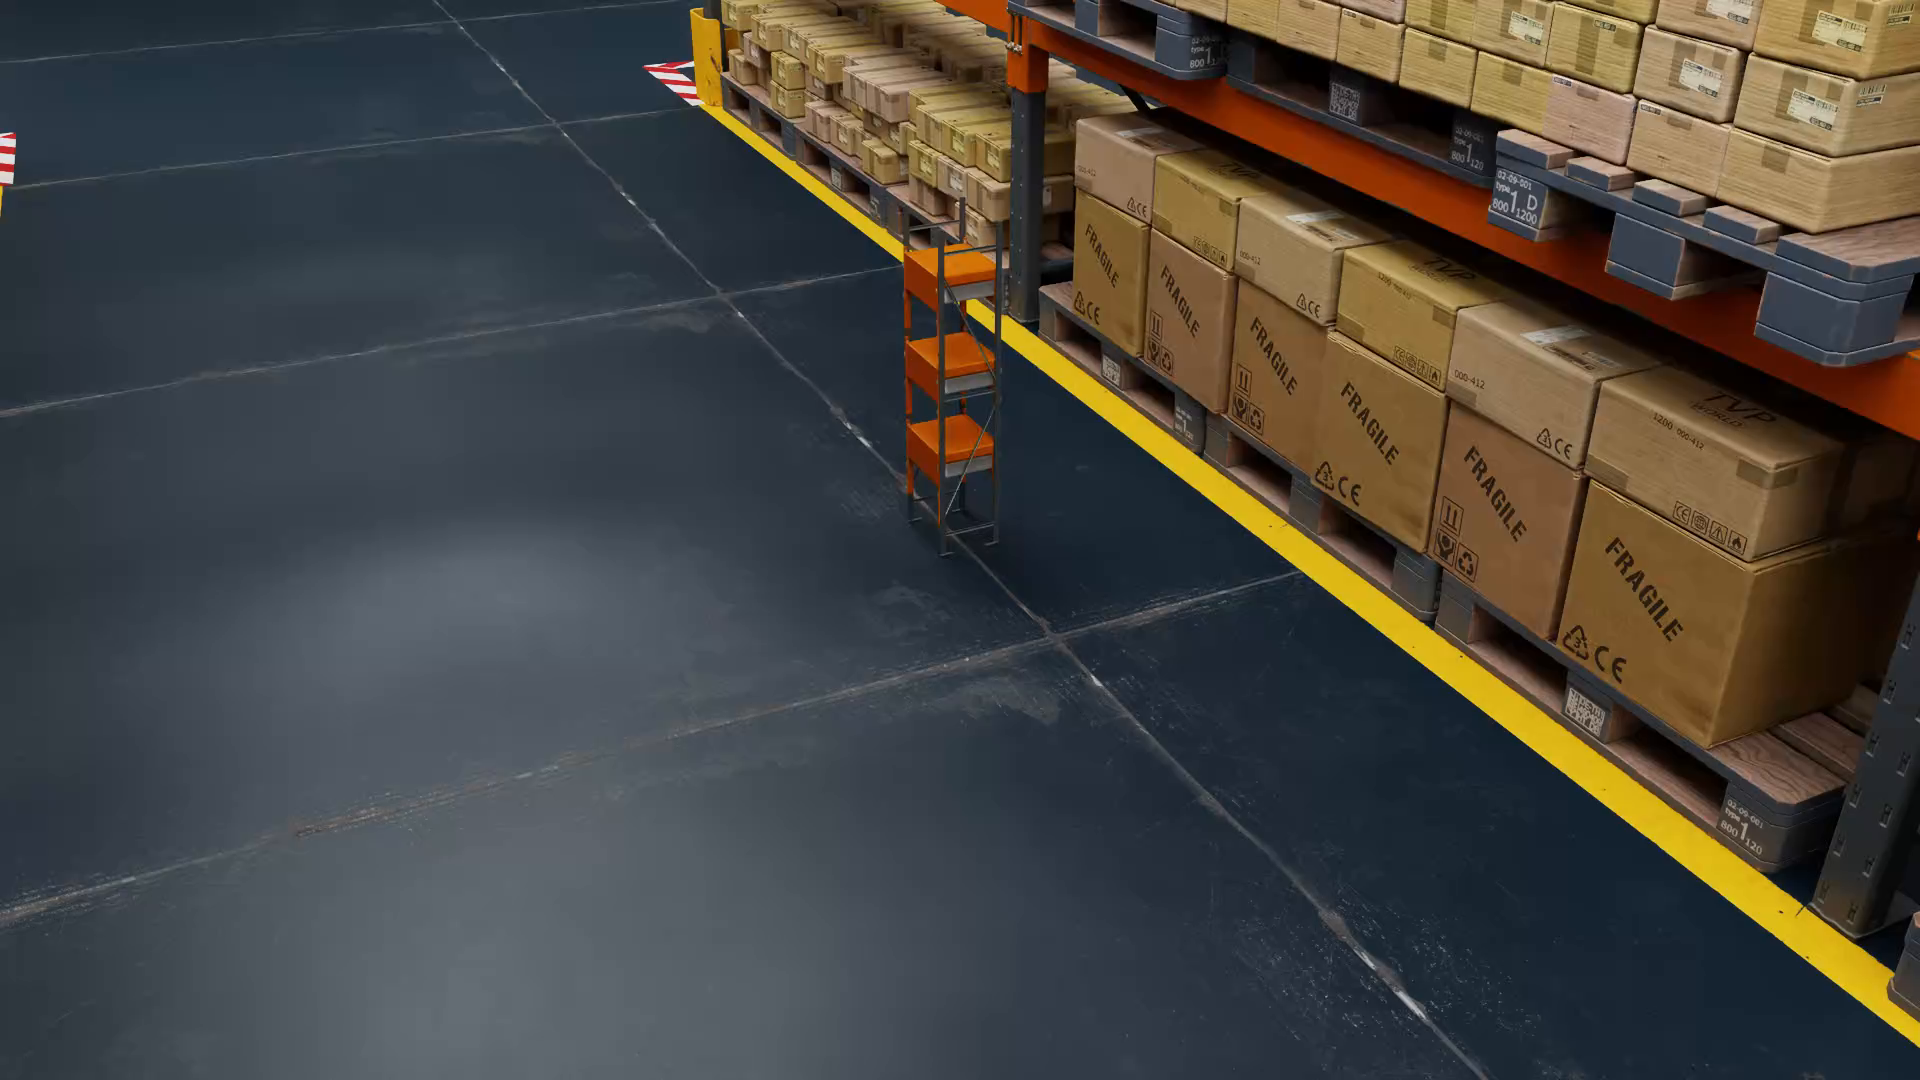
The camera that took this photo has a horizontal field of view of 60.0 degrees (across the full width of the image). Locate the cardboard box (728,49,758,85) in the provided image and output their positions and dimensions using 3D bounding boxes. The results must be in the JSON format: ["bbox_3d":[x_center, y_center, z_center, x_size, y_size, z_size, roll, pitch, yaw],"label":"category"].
[{"bbox_3d":[-1.105,-2.726,9.530,0.380,0.149,0.250,-12,32,-21],"label":"cardboard box"}]

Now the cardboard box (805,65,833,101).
[{"bbox_3d":[-0.584,-2.413,8.668,0.380,0.149,0.250,-15,32,-24],"label":"cardboard box"}]

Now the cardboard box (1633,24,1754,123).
[{"bbox_3d":[1.654,-0.995,3.480,0.380,0.149,0.250,-12,31,-20],"label":"cardboard box"}]

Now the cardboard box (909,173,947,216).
[{"bbox_3d":[-0.007,-1.595,7.513,0.380,0.149,0.250,-14,32,-24],"label":"cardboard box"}]

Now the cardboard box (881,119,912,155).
[{"bbox_3d":[-0.150,-1.931,7.808,0.380,0.149,0.250,-12,32,-21],"label":"cardboard box"}]

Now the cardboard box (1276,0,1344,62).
[{"bbox_3d":[1.101,-1.433,4.567,0.380,0.149,0.250,-15,32,-24],"label":"cardboard box"}]

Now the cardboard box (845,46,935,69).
[{"bbox_3d":[-0.346,-2.313,8.185,0.380,0.149,0.250,-13,32,-22],"label":"cardboard box"}]

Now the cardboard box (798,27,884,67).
[{"bbox_3d":[-0.611,-2.530,8.572,0.380,0.149,0.250,-12,31,-20],"label":"cardboard box"}]

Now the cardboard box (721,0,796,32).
[{"bbox_3d":[-1.123,-2.981,9.377,0.380,0.149,0.250,-15,32,-24],"label":"cardboard box"}]

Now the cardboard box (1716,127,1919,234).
[{"bbox_3d":[1.767,-0.746,3.341,0.380,0.149,0.250,-13,32,-21],"label":"cardboard box"}]

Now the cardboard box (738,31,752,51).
[{"bbox_3d":[-1.048,-2.869,9.481,0.380,0.149,0.250,-12,31,-20],"label":"cardboard box"}]

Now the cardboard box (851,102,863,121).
[{"bbox_3d":[-0.323,-2.181,8.253,0.380,0.149,0.250,-12,31,-20],"label":"cardboard box"}]

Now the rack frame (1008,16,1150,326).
[{"bbox_3d":[0.676,-2.318,6.317,1.000,3.000,0.127,-13,32,-22],"label":"rack frame"}]

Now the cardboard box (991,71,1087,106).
[{"bbox_3d":[0.365,-2.059,7.732,0.380,0.149,0.250,-14,32,-23],"label":"cardboard box"}]

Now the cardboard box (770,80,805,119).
[{"bbox_3d":[-0.795,-2.383,8.919,0.380,0.149,0.250,-13,32,-21],"label":"cardboard box"}]

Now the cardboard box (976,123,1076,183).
[{"bbox_3d":[0.289,-1.620,6.949,0.380,0.149,0.250,-12,31,-21],"label":"cardboard box"}]

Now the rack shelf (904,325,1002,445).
[{"bbox_3d":[-0.023,-0.472,5.041,0.215,0.259,0.240,-13,32,-22],"label":"rack shelf"}]

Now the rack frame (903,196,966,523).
[{"bbox_3d":[-0.075,-0.535,5.131,0.200,1.050,0.008,-13,32,-22],"label":"rack frame"}]

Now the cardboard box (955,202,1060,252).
[{"bbox_3d":[0.200,-1.359,7.093,0.380,0.149,0.250,-13,32,-21],"label":"cardboard box"}]

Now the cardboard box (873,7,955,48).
[{"bbox_3d":[-0.249,-2.765,8.991,0.380,0.149,0.250,-14,32,-24],"label":"cardboard box"}]

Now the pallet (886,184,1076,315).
[{"bbox_3d":[0.356,-1.391,7.515,1.003,0.211,1.213,-13,32,-22],"label":"pallet"}]

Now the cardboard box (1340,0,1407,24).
[{"bbox_3d":[1.215,-1.446,4.286,0.380,0.149,0.250,-12,32,-21],"label":"cardboard box"}]

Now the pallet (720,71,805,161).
[{"bbox_3d":[-0.691,-2.469,9.437,1.003,0.211,1.213,-13,32,-22],"label":"pallet"}]

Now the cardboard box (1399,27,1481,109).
[{"bbox_3d":[1.330,-1.199,4.149,0.380,0.149,0.250,-15,32,-24],"label":"cardboard box"}]

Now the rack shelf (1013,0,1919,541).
[{"bbox_3d":[1.535,-1.121,4.917,1.077,0.370,4.000,-13,32,-22],"label":"rack shelf"}]

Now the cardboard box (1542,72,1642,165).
[{"bbox_3d":[1.551,-0.970,3.740,0.380,0.149,0.250,-13,32,-21],"label":"cardboard box"}]

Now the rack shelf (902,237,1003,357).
[{"bbox_3d":[-0.023,-0.720,4.902,0.215,0.259,0.240,-13,32,-22],"label":"rack shelf"}]

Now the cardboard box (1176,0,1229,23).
[{"bbox_3d":[0.875,-1.665,4.980,0.380,0.149,0.250,-15,32,-24],"label":"cardboard box"}]

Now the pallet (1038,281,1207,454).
[{"bbox_3d":[1.012,-0.758,6.386,1.003,0.211,1.213,-13,32,-22],"label":"pallet"}]

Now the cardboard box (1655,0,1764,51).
[{"bbox_3d":[1.663,-1.116,3.392,0.380,0.149,0.250,-13,32,-23],"label":"cardboard box"}]

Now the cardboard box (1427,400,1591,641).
[{"bbox_3d":[1.655,-0.110,4.505,0.500,0.500,0.500,-12,31,-20],"label":"cardboard box"}]

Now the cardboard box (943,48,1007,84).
[{"bbox_3d":[0.138,-2.291,8.147,0.380,0.149,0.250,-14,32,-24],"label":"cardboard box"}]

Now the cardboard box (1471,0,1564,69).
[{"bbox_3d":[1.432,-1.221,3.884,0.380,0.149,0.250,-13,32,-22],"label":"cardboard box"}]

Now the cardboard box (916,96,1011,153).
[{"bbox_3d":[0.030,-1.833,7.329,0.380,0.149,0.250,-13,32,-22],"label":"cardboard box"}]

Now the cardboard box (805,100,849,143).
[{"bbox_3d":[-0.571,-2.162,8.525,0.380,0.149,0.250,-15,32,-24],"label":"cardboard box"}]

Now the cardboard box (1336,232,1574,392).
[{"bbox_3d":[1.433,-0.667,4.732,0.500,0.250,0.500,-12,32,-21],"label":"cardboard box"}]

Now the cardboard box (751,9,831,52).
[{"bbox_3d":[-0.903,-2.747,8.958,0.380,0.149,0.250,-13,32,-22],"label":"cardboard box"}]

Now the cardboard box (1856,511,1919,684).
[{"bbox_3d":[2.320,-0.010,4.327,0.500,0.500,0.500,-15,32,-24],"label":"cardboard box"}]

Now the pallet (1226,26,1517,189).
[{"bbox_3d":[1.507,-1.333,4.757,1.003,0.211,1.213,-13,32,-22],"label":"pallet"}]

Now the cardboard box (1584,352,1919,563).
[{"bbox_3d":[1.863,-0.218,3.932,0.500,0.250,0.500,-14,32,-23],"label":"cardboard box"}]

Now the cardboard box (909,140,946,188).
[{"bbox_3d":[-0.004,-1.691,7.381,0.380,0.149,0.250,-14,32,-24],"label":"cardboard box"}]

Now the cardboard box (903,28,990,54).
[{"bbox_3d":[-0.070,-2.518,8.551,0.380,0.149,0.250,-14,32,-24],"label":"cardboard box"}]

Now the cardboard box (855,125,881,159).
[{"bbox_3d":[-0.295,-1.946,8.139,0.380,0.149,0.250,-12,32,-21],"label":"cardboard box"}]

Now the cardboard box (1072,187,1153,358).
[{"bbox_3d":[0.754,-1.029,6.144,0.500,0.500,0.500,-12,31,-20],"label":"cardboard box"}]

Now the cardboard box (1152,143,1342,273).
[{"bbox_3d":[0.986,-1.121,5.542,0.500,0.250,0.500,-12,32,-21],"label":"cardboard box"}]

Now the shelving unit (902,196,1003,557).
[{"bbox_3d":[-0.023,-0.482,5.035,0.215,1.050,0.252,-13,32,-22],"label":"shelving unit"}]

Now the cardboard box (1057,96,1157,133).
[{"bbox_3d":[0.651,-1.847,7.354,0.380,0.149,0.250,-11,31,-20],"label":"cardboard box"}]

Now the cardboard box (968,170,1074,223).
[{"bbox_3d":[0.254,-1.460,6.968,0.380,0.149,0.250,-12,32,-21],"label":"cardboard box"}]

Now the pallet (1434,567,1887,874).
[{"bbox_3d":[2.059,0.320,4.464,1.003,0.211,1.213,-13,32,-22],"label":"pallet"}]

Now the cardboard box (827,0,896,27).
[{"bbox_3d":[-0.529,-2.980,9.375,0.380,0.149,0.250,-12,32,-21],"label":"cardboard box"}]

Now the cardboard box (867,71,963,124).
[{"bbox_3d":[-0.211,-2.064,7.741,0.380,0.149,0.250,-15,32,-24],"label":"cardboard box"}]

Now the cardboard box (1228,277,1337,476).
[{"bbox_3d":[1.220,-0.567,5.320,0.500,0.500,0.500,-13,32,-21],"label":"cardboard box"}]

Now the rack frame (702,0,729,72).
[{"bbox_3d":[-1.041,-4.085,9.468,1.000,3.000,0.127,-13,32,-22],"label":"rack frame"}]
